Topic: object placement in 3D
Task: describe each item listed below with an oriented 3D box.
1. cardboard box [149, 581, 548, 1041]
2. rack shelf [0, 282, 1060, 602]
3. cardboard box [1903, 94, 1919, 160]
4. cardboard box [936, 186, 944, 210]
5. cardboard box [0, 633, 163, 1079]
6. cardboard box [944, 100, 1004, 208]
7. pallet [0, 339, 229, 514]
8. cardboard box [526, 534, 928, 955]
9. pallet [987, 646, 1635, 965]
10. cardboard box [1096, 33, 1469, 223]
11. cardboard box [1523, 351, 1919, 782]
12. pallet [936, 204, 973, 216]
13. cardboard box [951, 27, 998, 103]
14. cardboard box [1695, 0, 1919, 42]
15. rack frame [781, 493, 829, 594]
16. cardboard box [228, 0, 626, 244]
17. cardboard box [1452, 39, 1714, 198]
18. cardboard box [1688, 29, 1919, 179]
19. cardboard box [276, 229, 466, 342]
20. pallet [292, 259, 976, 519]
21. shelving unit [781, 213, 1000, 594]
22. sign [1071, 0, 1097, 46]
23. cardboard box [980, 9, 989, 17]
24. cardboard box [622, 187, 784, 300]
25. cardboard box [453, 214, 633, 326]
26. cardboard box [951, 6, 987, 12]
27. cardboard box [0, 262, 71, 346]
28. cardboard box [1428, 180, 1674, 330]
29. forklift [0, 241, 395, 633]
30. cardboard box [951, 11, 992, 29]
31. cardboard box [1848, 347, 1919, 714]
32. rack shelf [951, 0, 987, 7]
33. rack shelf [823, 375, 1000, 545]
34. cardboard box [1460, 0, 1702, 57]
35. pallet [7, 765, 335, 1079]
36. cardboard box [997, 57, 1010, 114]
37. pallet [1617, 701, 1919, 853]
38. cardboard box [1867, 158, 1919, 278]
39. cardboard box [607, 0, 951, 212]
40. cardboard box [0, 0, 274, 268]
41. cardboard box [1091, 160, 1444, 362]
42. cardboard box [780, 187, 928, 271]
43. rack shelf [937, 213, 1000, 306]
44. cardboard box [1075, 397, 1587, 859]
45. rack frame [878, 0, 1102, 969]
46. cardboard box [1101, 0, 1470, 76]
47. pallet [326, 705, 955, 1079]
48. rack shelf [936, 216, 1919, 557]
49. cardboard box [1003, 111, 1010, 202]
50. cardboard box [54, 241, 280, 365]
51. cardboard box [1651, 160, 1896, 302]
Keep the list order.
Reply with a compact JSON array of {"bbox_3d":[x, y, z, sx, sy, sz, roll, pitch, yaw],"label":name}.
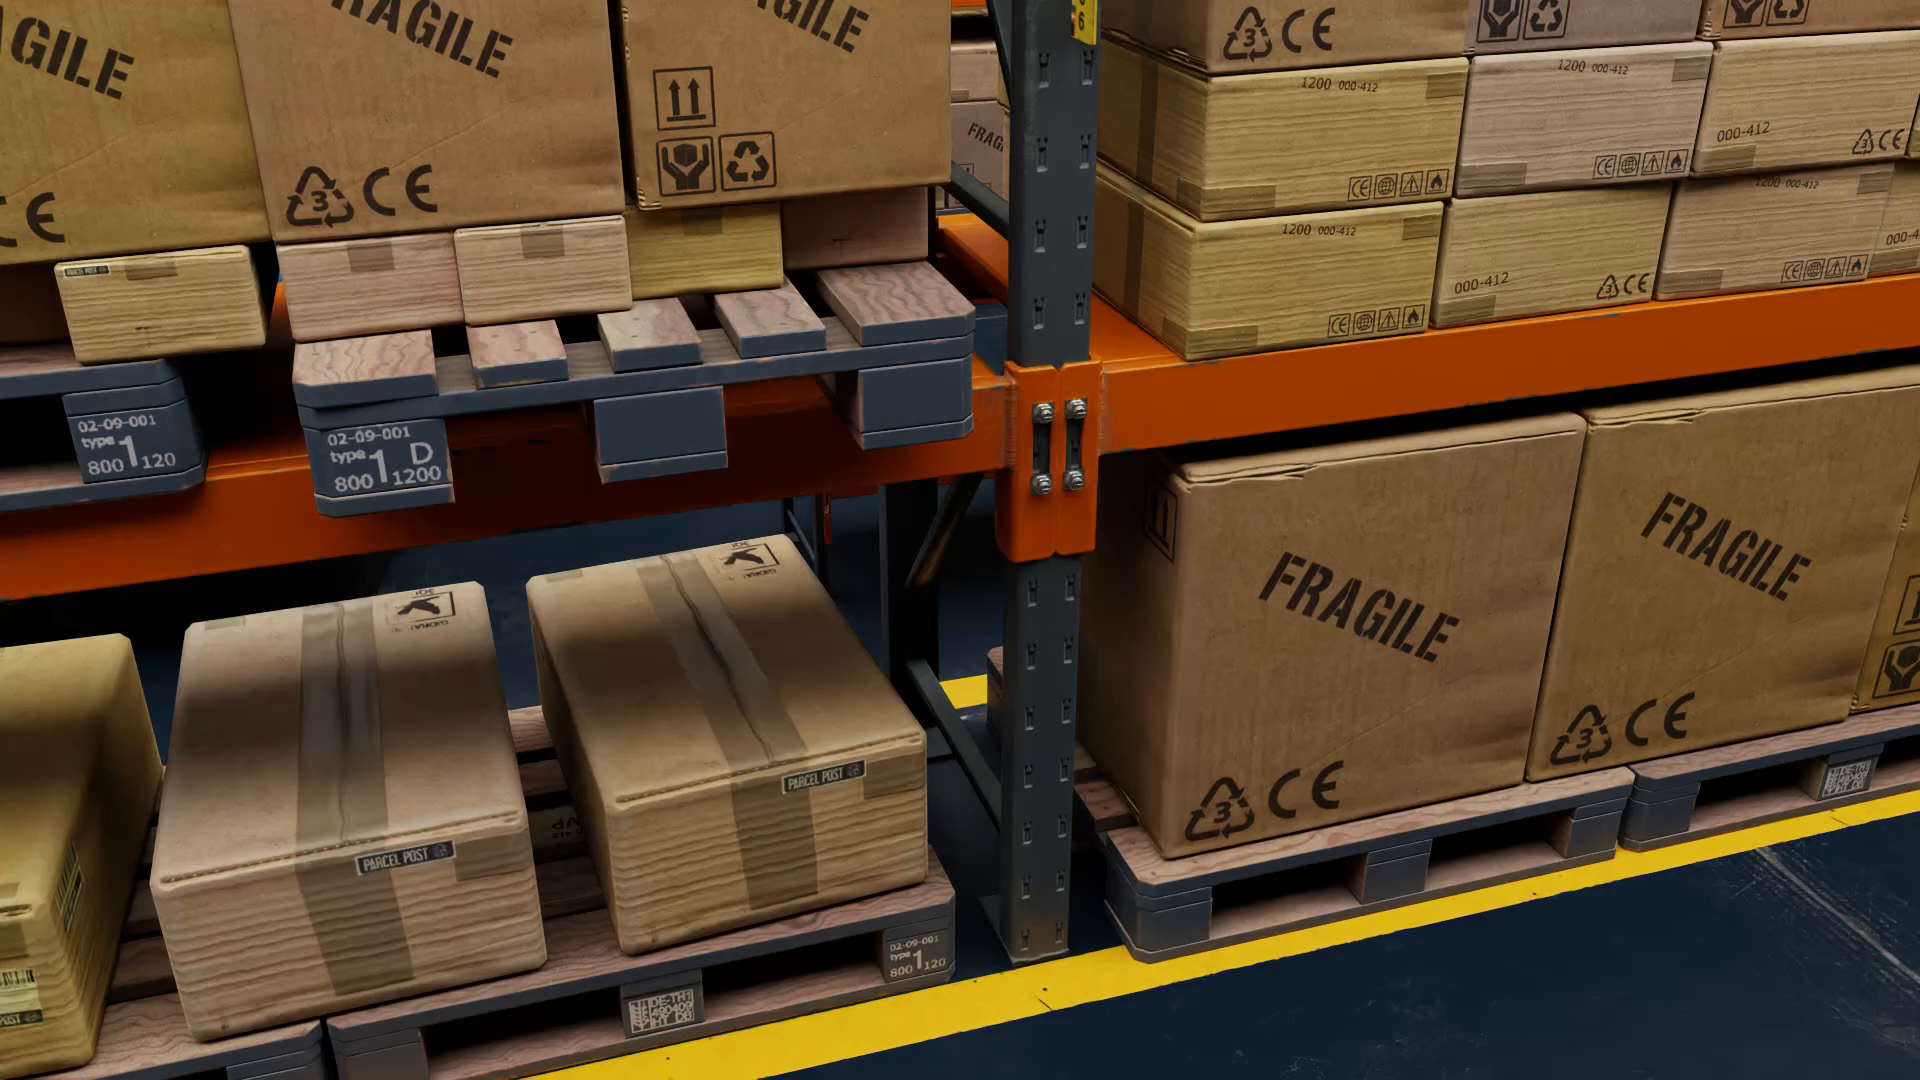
[{"bbox_3d":[-1.225,0.495,3.363,0.625,0.372,0.950,-9,28,-17],"label":"cardboard box"},{"bbox_3d":[-1.887,-0.075,2.837,4.000,0.370,1.077,-8,28,-16],"label":"rack shelf"},{"bbox_3d":[2.029,-0.993,3.484,0.500,0.250,0.500,-8,27,-15],"label":"cardboard box"},{"bbox_3d":[-0.386,-1.881,8.004,0.500,0.500,0.500,-8,27,-15],"label":"cardboard box"},{"bbox_3d":[-1.948,0.597,3.158,0.625,0.372,0.950,-7,27,-14],"label":"cardboard box"},{"bbox_3d":[0.101,-1.953,8.150,0.500,0.500,0.500,-9,28,-17],"label":"cardboard box"},{"bbox_3d":[-1.855,-0.297,2.691,1.213,0.211,1.003,-8,28,-16],"label":"pallet"},{"bbox_3d":[-0.526,0.390,3.575,0.625,0.372,0.950,-10,28,-20],"label":"cardboard box"},{"bbox_3d":[0.788,0.499,4.007,1.213,0.211,1.003,-8,28,-16],"label":"pallet"},{"bbox_3d":[0.573,-0.795,3.085,0.500,0.250,0.500,-8,28,-16],"label":"cardboard box"},{"bbox_3d":[1.547,-0.090,3.976,0.875,0.875,0.875,-8,27,-15],"label":"cardboard box"},{"bbox_3d":[0.287,-1.776,8.591,1.213,0.211,1.003,-8,28,-16],"label":"pallet"},{"bbox_3d":[0.073,-2.281,7.968,0.500,0.250,0.500,-8,28,-16],"label":"cardboard box"},{"bbox_3d":[1.525,-1.267,3.192,0.500,0.500,0.500,-7,27,-15],"label":"cardboard box"},{"bbox_3d":[-0.477,-0.435,4.861,0.032,1.125,0.500,-8,28,-16],"label":"rack frame"},{"bbox_3d":[-0.820,-0.783,2.535,0.500,0.500,0.500,-9,28,-17],"label":"cardboard box"},{"bbox_3d":[1.065,-0.866,3.227,0.500,0.250,0.500,-8,27,-15],"label":"cardboard box"},{"bbox_3d":[1.542,-0.929,3.355,0.500,0.250,0.500,-8,28,-16],"label":"cardboard box"},{"bbox_3d":[-0.924,-0.451,2.596,0.250,0.149,0.380,-10,28,-19],"label":"cardboard box"},{"bbox_3d":[-0.630,-0.444,2.986,1.003,0.211,1.213,-8,28,-16],"label":"pallet"},{"bbox_3d":[0.006,-0.505,5.002,1.048,1.125,0.538,-8,28,-16],"label":"shelving unit"},{"bbox_3d":[0.192,-0.928,2.533,0.005,0.325,0.100,-8,28,-16],"label":"sign"},{"bbox_3d":[0.413,-2.574,8.558,0.500,0.250,0.500,-7,27,-14],"label":"cardboard box"},{"bbox_3d":[-0.457,-0.536,2.767,0.250,0.149,0.380,-8,27,-15],"label":"cardboard box"},{"bbox_3d":[-0.682,-0.483,2.659,0.250,0.149,0.380,-8,28,-17],"label":"cardboard box"},{"bbox_3d":[0.147,-4.554,12.966,0.875,0.875,1.225,-8,28,-16],"label":"cardboard box"},{"bbox_3d":[-1.460,-0.426,2.546,0.250,0.149,0.380,-8,28,-16],"label":"cardboard box"},{"bbox_3d":[1.041,-0.645,3.344,0.500,0.250,0.500,-9,28,-18],"label":"cardboard box"},{"bbox_3d":[-3.226,-1.221,4.412,3.031,2.935,1.130,-2,26,-4],"label":"forklift"},{"bbox_3d":[-0.080,-2.499,8.406,0.500,0.250,0.500,-8,27,-15],"label":"cardboard box"},{"bbox_3d":[2.397,-0.213,4.224,0.875,0.875,0.875,-7,27,-15],"label":"cardboard box"},{"bbox_3d":[0.287,-2.705,8.135,4.000,0.370,1.077,-8,28,-16],"label":"rack shelf"},{"bbox_3d":[0.006,-0.286,5.110,1.000,0.278,0.538,-8,28,-16],"label":"rack shelf"},{"bbox_3d":[1.028,-1.202,3.062,0.500,0.500,0.500,-8,28,-16],"label":"cardboard box"},{"bbox_3d":[-1.887,0.849,3.302,1.213,0.211,1.003,-8,28,-16],"label":"pallet"},{"bbox_3d":[0.397,-1.004,3.505,0.500,0.250,0.500,-8,28,-16],"label":"cardboard box"},{"bbox_3d":[1.946,0.333,4.342,1.213,0.211,1.003,-8,28,-16],"label":"pallet"},{"bbox_3d":[2.009,-0.784,3.625,0.500,0.250,0.500,-8,28,-16],"label":"cardboard box"},{"bbox_3d":[-0.331,-0.859,2.688,0.500,0.500,0.500,-9,28,-18],"label":"cardboard box"},{"bbox_3d":[-1.299,-0.713,2.394,0.500,0.500,0.500,-10,28,-20],"label":"cardboard box"},{"bbox_3d":[0.558,-0.567,3.187,0.500,0.250,0.500,-9,28,-17],"label":"cardboard box"},{"bbox_3d":[-0.224,-0.604,2.903,0.250,0.149,0.380,-7,27,-14],"label":"cardboard box"},{"bbox_3d":[0.006,-0.767,4.872,1.000,0.278,0.538,-8,28,-16],"label":"rack shelf"},{"bbox_3d":[0.697,0.031,3.732,0.875,0.875,0.875,-8,28,-17],"label":"cardboard box"},{"bbox_3d":[0.015,-0.673,3.232,0.127,3.000,1.000,-8,28,-16],"label":"rack frame"},{"bbox_3d":[0.559,-1.130,2.916,0.500,0.500,0.500,-9,28,-18],"label":"cardboard box"},{"bbox_3d":[-0.729,0.683,3.637,1.213,0.211,1.003,-8,28,-16],"label":"pallet"},{"bbox_3d":[1.916,-0.626,3.947,4.000,0.370,1.077,-8,28,-16],"label":"rack shelf"},{"bbox_3d":[0.415,-0.785,3.627,0.500,0.250,0.500,-9,28,-18],"label":"cardboard box"},{"bbox_3d":[-1.182,-0.408,2.508,0.250,0.149,0.380,-8,27,-15],"label":"cardboard box"},{"bbox_3d":[1.541,-0.715,3.485,0.500,0.250,0.500,-7,27,-14],"label":"cardboard box"}]
